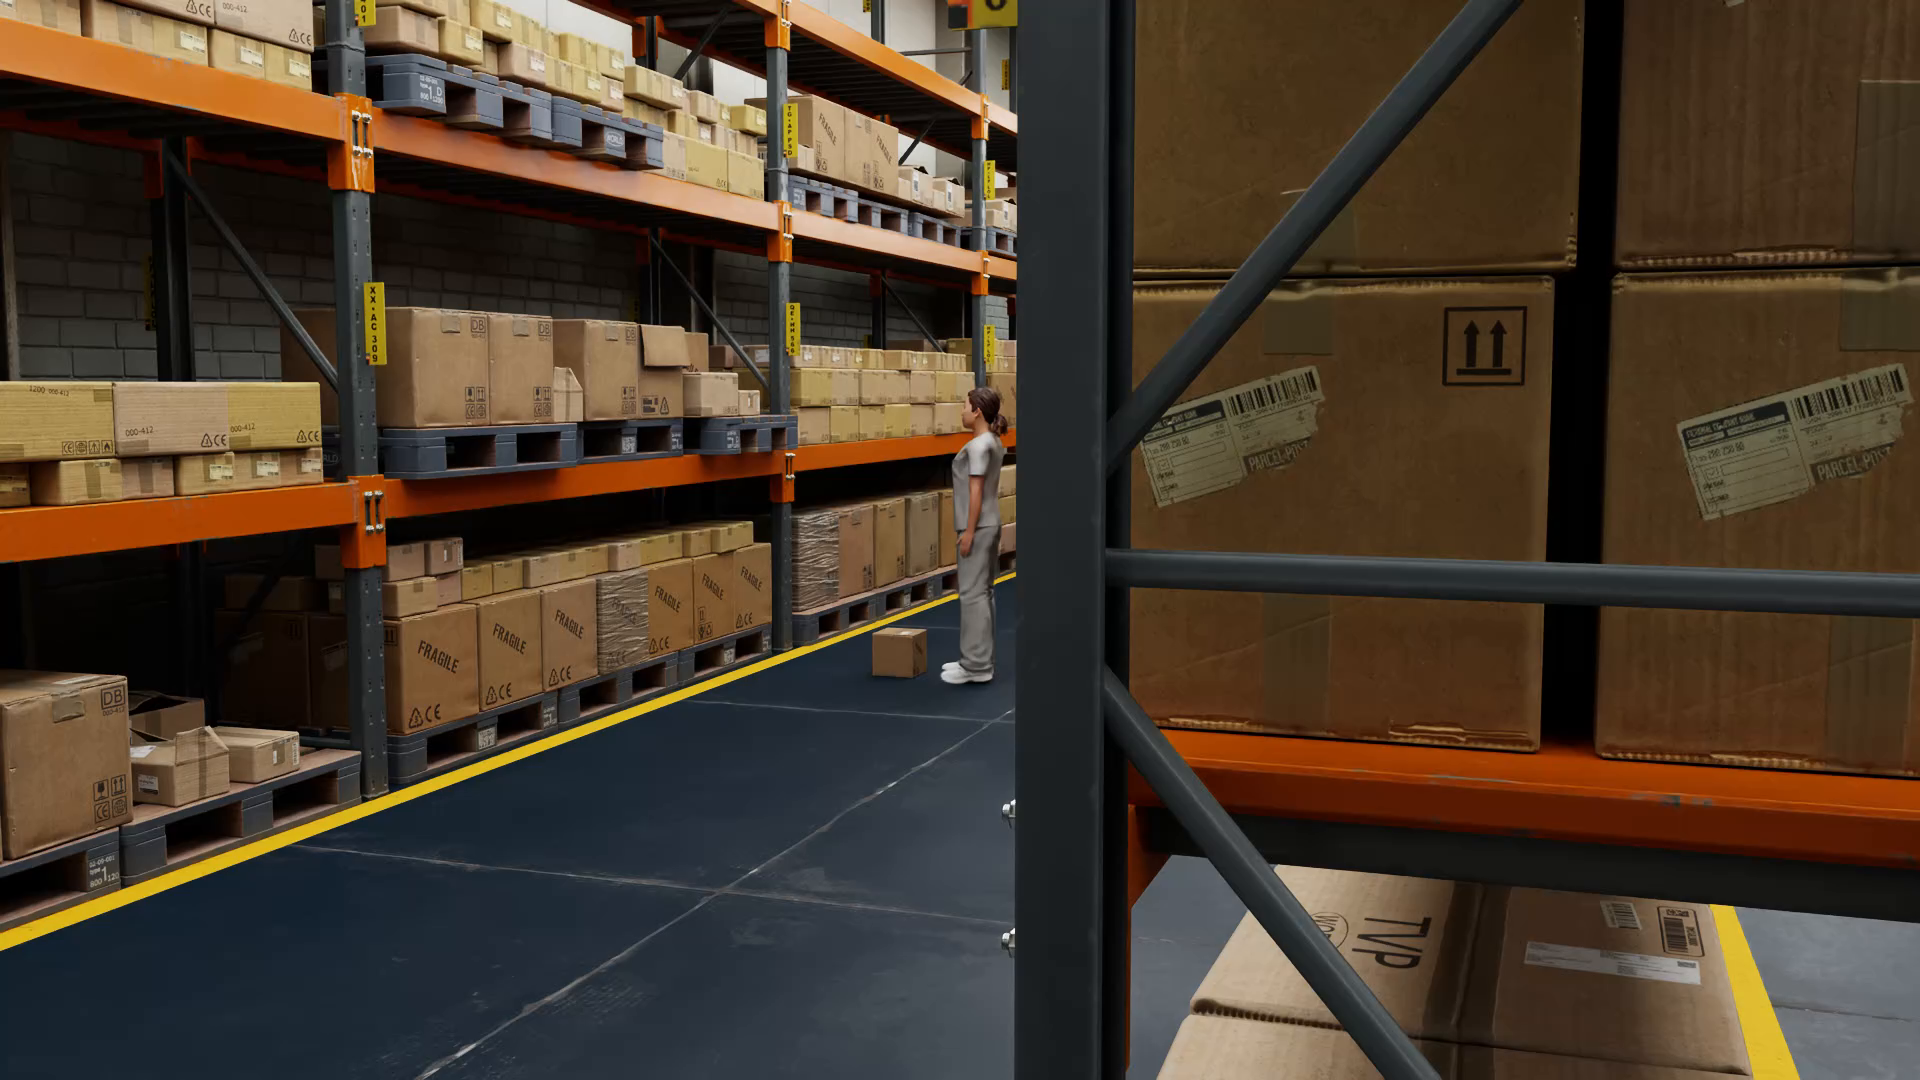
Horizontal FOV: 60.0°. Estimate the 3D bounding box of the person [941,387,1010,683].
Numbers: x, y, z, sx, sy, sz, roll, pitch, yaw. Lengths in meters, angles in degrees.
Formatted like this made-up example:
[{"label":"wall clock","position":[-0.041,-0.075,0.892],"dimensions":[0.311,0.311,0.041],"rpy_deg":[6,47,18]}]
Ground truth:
[{"label":"person","position":[0.086,-0.035,9.559],"dimensions":[0.404,1.679,0.454],"rpy_deg":[1,5,13]}]
